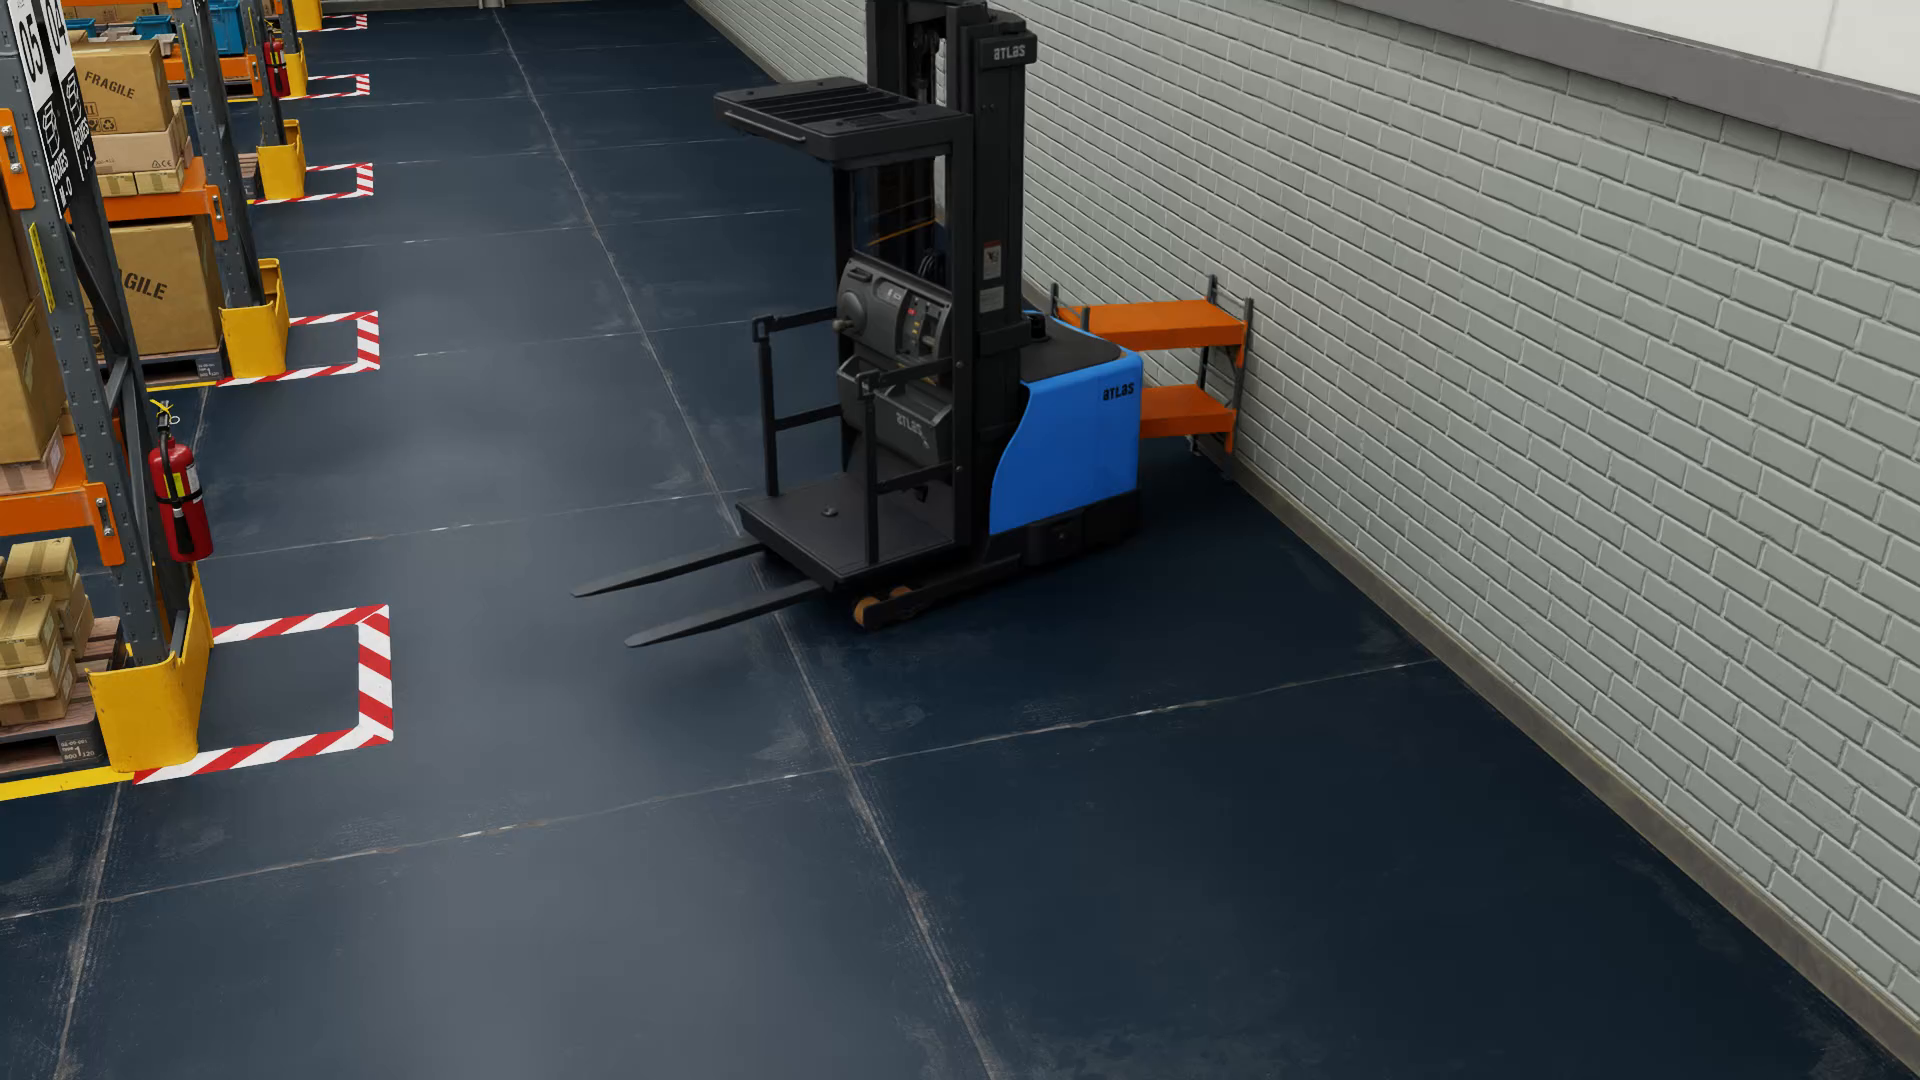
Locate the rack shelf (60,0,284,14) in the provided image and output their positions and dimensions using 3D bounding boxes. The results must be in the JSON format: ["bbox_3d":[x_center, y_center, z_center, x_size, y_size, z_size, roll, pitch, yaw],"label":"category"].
[{"bbox_3d":[-10.029,-6.307,19.391,4.000,0.370,1.077,-8,28,-16],"label":"rack shelf"}]

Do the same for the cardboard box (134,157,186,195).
[{"bbox_3d":[-5.300,-2.415,11.024,0.250,0.149,0.380,-8,27,-15],"label":"cardboard box"}]

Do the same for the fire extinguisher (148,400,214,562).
[{"bbox_3d":[-3.241,-0.243,6.872,0.183,0.674,0.296,-8,28,-16],"label":"fire extinguisher"}]

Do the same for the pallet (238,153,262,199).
[{"bbox_3d":[-7.393,-3.464,15.990,1.213,0.211,1.003,-8,28,-16],"label":"pallet"}]

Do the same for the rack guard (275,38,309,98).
[{"bbox_3d":[-8.199,-5.775,20.320,0.348,0.500,1.175,-8,28,-16],"label":"rack guard"}]

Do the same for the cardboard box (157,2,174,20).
[{"bbox_3d":[-11.253,-7.790,23.908,0.500,0.500,0.700,-9,28,-18],"label":"cardboard box"}]

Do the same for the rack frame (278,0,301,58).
[{"bbox_3d":[-8.127,-6.905,19.786,0.127,3.000,1.000,-8,28,-16],"label":"rack frame"}]

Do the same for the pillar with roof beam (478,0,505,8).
[{"bbox_3d":[-6.032,-10.603,20.489,0.400,9.000,9.100,-8,28,-16],"label":"pillar with roof beam"}]

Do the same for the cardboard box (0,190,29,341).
[{"bbox_3d":[-3.981,-1.063,6.446,0.500,0.500,0.500,-9,28,-17],"label":"cardboard box"}]

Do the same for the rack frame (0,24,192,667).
[{"bbox_3d":[-3.623,-0.605,7.095,0.127,3.000,1.000,-8,28,-16],"label":"rack frame"}]

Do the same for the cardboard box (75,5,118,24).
[{"bbox_3d":[-12.247,-7.644,23.613,0.500,0.500,0.700,-9,28,-17],"label":"cardboard box"}]

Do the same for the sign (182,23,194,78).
[{"bbox_3d":[-4.908,-3.109,10.572,0.005,0.325,0.100,-8,28,-16],"label":"sign"}]

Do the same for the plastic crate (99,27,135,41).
[{"bbox_3d":[-7.909,-4.722,15.616,0.298,0.136,0.250,-8,28,-16],"label":"plastic crate"}]

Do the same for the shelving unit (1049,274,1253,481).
[{"bbox_3d":[1.074,-0.919,9.764,1.048,1.125,0.538,-6,26,-19],"label":"shelving unit"}]

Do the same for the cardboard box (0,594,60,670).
[{"bbox_3d":[-4.048,0.397,7.141,0.250,0.149,0.380,-8,27,-16],"label":"cardboard box"}]

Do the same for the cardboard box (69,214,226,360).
[{"bbox_3d":[-5.647,-1.831,11.481,0.875,0.875,0.875,-8,28,-16],"label":"cardboard box"}]

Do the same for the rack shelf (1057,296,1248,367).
[{"bbox_3d":[1.088,-1.184,9.641,1.000,0.278,0.538,-6,26,-19],"label":"rack shelf"}]

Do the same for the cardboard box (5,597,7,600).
[{"bbox_3d":[-4.479,0.328,7.615,0.250,0.149,0.380,-8,28,-16],"label":"cardboard box"}]

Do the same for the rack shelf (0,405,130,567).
[{"bbox_3d":[-5.525,-0.007,6.701,4.000,0.370,1.077,-8,28,-16],"label":"rack shelf"}]

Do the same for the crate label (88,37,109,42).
[{"bbox_3d":[-7.853,-4.448,15.065,0.243,0.136,0.396,-8,28,-16],"label":"crate label"}]

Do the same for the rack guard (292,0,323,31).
[{"bbox_3d":[-9.642,-7.883,24.566,0.348,0.500,1.175,-8,28,-16],"label":"rack guard"}]

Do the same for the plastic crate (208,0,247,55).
[{"bbox_3d":[-6.857,-4.728,15.293,0.499,0.435,0.616,-8,28,-16],"label":"plastic crate"}]

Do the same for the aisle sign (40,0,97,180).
[{"bbox_3d":[-3.647,-1.906,6.793,0.004,0.787,0.394,-8,28,-16],"label":"aisle sign"}]

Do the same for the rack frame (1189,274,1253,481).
[{"bbox_3d":[1.554,-0.968,9.926,0.032,1.125,0.500,-6,26,-19],"label":"rack frame"}]

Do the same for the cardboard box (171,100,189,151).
[{"bbox_3d":[-5.603,-2.830,11.412,0.500,0.250,0.500,-9,28,-17],"label":"cardboard box"}]

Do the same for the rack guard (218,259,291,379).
[{"bbox_3d":[-5.040,-1.600,11.910,0.348,0.500,1.175,-8,28,-16],"label":"rack guard"}]

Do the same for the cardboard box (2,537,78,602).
[{"bbox_3d":[-4.227,0.146,7.648,0.250,0.149,0.380,-10,28,-18],"label":"cardboard box"}]

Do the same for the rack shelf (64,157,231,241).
[{"bbox_3d":[-6.965,-2.118,10.953,4.000,0.370,1.077,-8,28,-16],"label":"rack shelf"}]

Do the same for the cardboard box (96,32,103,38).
[{"bbox_3d":[-10.146,-5.694,19.659,0.637,0.503,0.797,-8,28,-16],"label":"cardboard box"}]

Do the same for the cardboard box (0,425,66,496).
[{"bbox_3d":[-3.846,-0.328,6.820,0.250,0.149,0.380,-8,28,-16],"label":"cardboard box"}]

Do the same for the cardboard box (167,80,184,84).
[{"bbox_3d":[-9.481,-5.573,19.701,0.500,0.250,0.500,-8,28,-16],"label":"cardboard box"}]

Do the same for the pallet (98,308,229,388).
[{"bbox_3d":[-5.799,-1.324,11.679,1.213,0.211,1.003,-8,28,-16],"label":"pallet"}]

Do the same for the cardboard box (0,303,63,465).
[{"bbox_3d":[-3.971,-0.612,6.663,0.500,0.500,0.500,-8,27,-15],"label":"cardboard box"}]

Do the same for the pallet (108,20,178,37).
[{"bbox_3d":[-11.559,-7.440,24.000,1.213,0.211,1.003,-8,28,-16],"label":"pallet"}]

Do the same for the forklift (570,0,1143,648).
[{"bbox_3d":[-0.505,-1.126,8.222,3.031,2.935,1.130,-18,31,-31],"label":"forklift"}]

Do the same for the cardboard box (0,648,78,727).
[{"bbox_3d":[-4.059,0.644,7.312,0.250,0.149,0.380,-8,27,-15],"label":"cardboard box"}]

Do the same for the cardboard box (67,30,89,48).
[{"bbox_3d":[-6.078,-3.097,11.106,0.500,0.500,0.500,-9,28,-17],"label":"cardboard box"}]

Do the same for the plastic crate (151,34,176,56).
[{"bbox_3d":[-7.316,-4.530,15.231,0.243,0.136,0.396,-8,28,-16],"label":"plastic crate"}]
